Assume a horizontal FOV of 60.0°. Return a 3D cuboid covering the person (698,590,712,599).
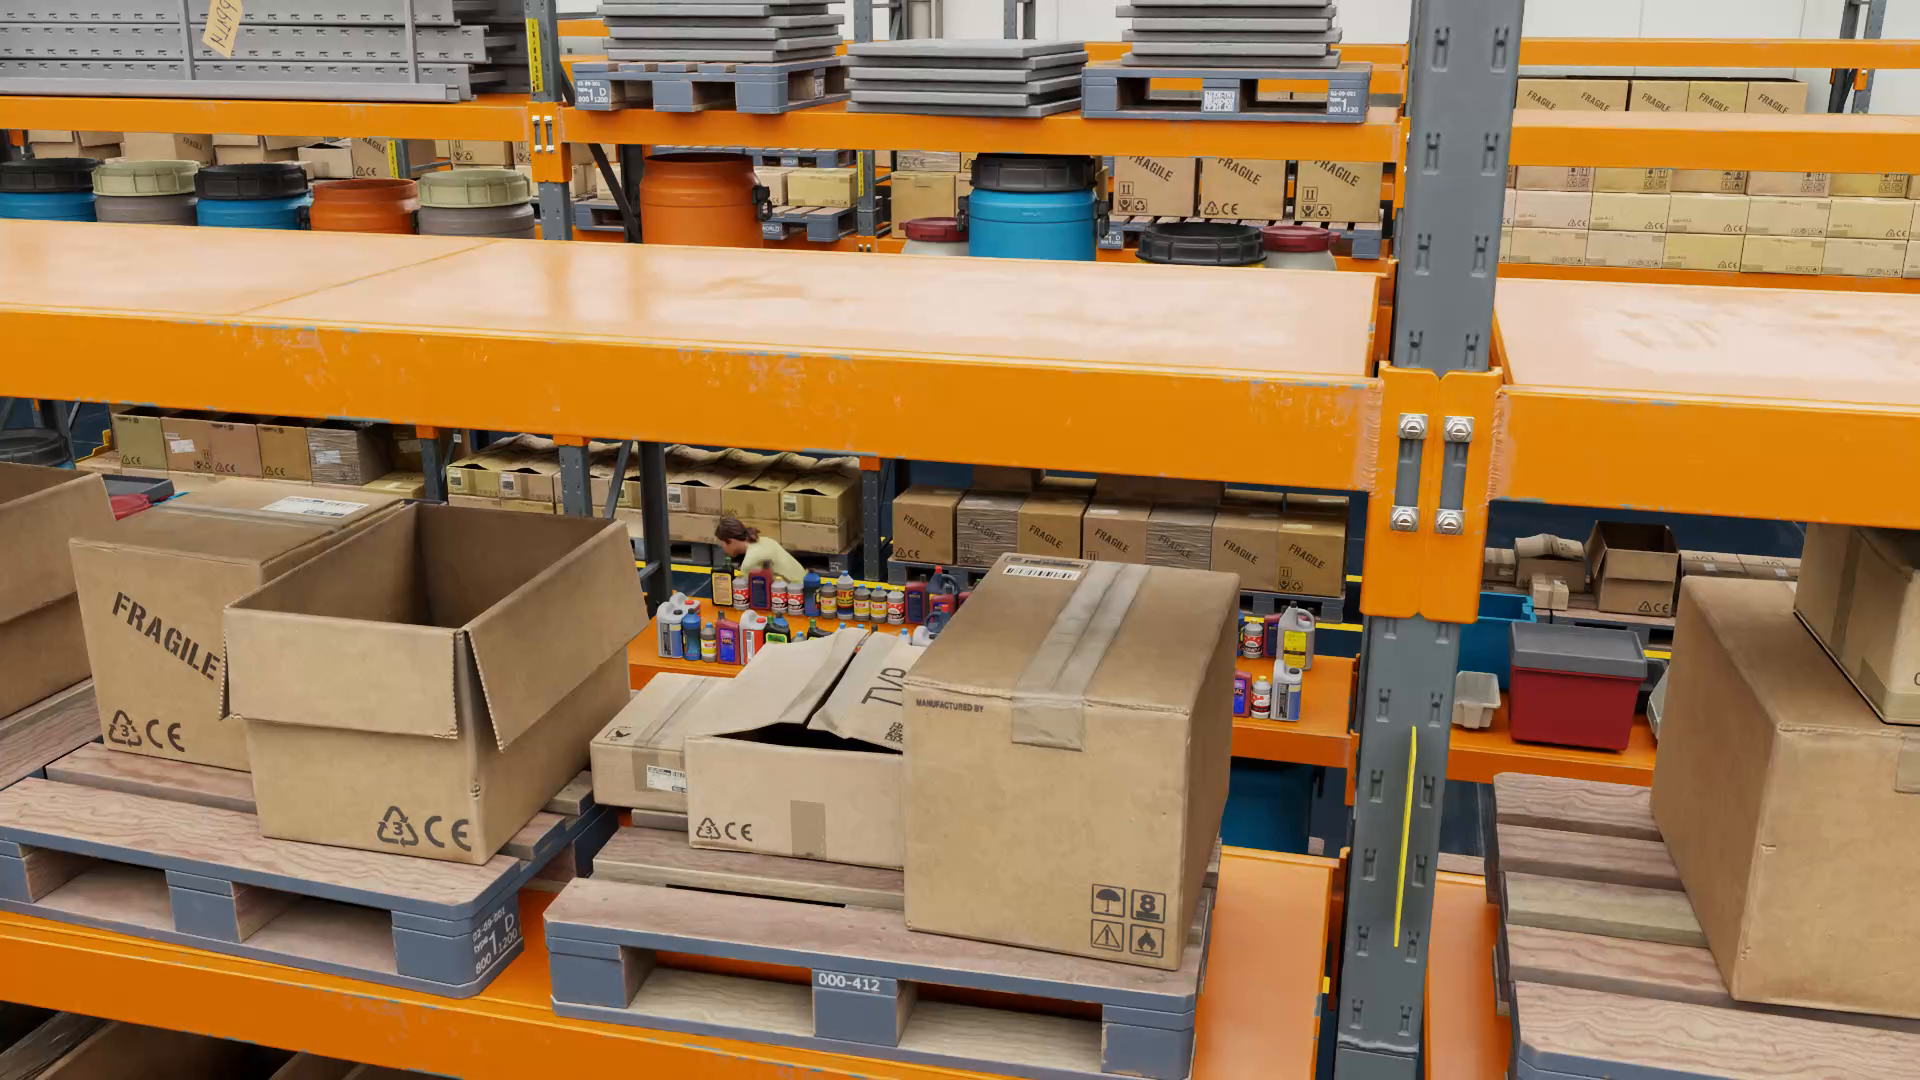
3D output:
[{"bbox_3d":[-1.390,0.724,11.412,0.822,0.804,0.473,4,19,13],"label":"person"}]
